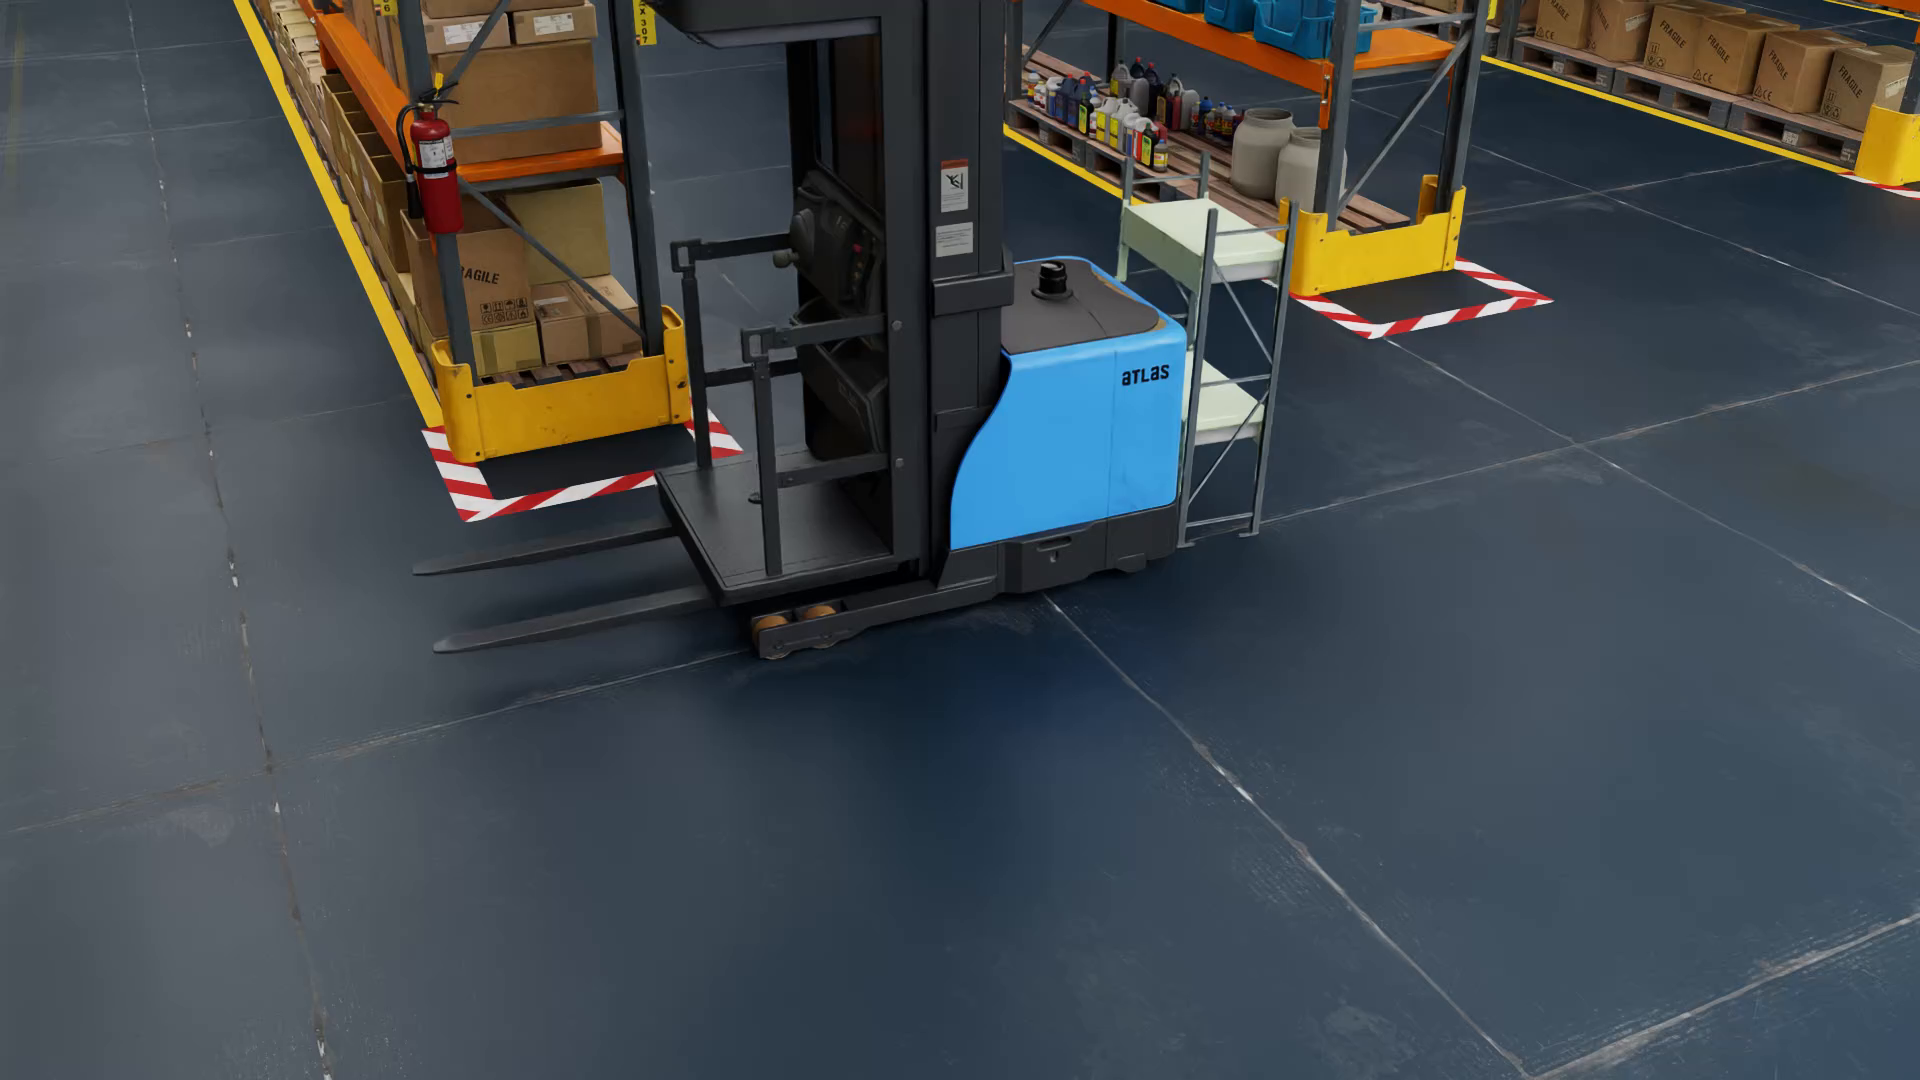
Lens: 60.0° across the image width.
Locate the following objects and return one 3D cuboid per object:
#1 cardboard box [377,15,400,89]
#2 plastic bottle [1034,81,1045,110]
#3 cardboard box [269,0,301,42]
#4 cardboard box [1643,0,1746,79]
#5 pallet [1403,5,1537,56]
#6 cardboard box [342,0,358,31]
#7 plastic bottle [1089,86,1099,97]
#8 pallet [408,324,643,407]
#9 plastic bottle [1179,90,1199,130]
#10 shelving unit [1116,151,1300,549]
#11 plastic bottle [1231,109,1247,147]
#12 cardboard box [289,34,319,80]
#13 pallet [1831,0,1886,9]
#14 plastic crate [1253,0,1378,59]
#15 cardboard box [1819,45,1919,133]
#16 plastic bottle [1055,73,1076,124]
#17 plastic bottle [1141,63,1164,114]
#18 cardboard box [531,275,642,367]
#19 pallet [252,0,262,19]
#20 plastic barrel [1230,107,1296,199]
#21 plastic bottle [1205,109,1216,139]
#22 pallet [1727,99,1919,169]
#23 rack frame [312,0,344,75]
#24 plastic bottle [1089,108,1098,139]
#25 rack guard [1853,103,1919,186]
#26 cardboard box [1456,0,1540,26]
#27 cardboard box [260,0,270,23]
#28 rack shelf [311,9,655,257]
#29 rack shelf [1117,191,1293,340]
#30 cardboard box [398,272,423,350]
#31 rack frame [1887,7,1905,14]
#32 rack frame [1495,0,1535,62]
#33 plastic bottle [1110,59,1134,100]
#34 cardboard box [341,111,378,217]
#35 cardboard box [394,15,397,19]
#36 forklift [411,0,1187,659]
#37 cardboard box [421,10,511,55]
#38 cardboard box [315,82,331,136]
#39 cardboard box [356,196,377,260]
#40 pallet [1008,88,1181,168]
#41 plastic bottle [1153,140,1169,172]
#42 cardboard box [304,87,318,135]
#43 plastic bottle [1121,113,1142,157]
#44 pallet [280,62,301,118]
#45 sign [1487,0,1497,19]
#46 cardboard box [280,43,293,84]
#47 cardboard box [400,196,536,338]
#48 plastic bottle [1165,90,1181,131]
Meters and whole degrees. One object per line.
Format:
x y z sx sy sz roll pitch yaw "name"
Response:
-2.790 -2.807 9.087 0.700 0.500 0.500 -12 31 -21 "cardboard box"
0.609 -3.370 12.605 0.097 0.201 0.097 0 29 0 "plastic bottle"
-5.409 -4.341 13.733 0.500 0.311 0.500 -12 31 -20 "cardboard box"
6.023 -4.115 13.649 0.500 0.500 0.500 -16 33 -26 "cardboard box"
4.962 -4.844 15.673 1.003 0.211 1.213 -13 32 -22 "pallet"
-3.455 -3.487 10.300 0.700 0.500 0.500 -14 32 -23 "cardboard box"
0.967 -3.196 12.223 0.097 0.271 0.097 0 29 0 "plastic bottle"
-2.300 -0.984 8.789 1.003 0.211 1.213 -13 32 -22 "pallet"
1.648 -3.157 12.147 0.152 0.276 0.135 -12 32 -21 "plastic bottle"
1.003 -0.822 7.170 0.431 1.500 0.755 -9 31 -19 "shelving unit"
1.964 -2.887 11.659 0.061 0.283 0.133 -13 32 -21 "plastic bottle"
-4.737 -3.658 12.515 0.500 0.311 0.500 -13 32 -23 "cardboard box"
9.421 -5.822 17.417 1.003 0.211 1.213 -13 32 -22 "pallet"
2.056 -3.003 9.691 0.499 0.251 0.616 -13 32 -22 "plastic crate"
6.762 -3.322 12.234 0.500 0.500 0.500 -7 30 -13 "cardboard box"
0.796 -3.270 12.272 0.144 0.351 0.185 -12 32 -21 "plastic bottle"
1.443 -3.404 12.513 0.144 0.351 0.185 -15 32 -24 "plastic bottle"
-1.963 -1.139 8.596 0.500 0.250 0.500 -13 32 -22 "cardboard box"
-6.702 -5.604 17.029 1.003 0.211 1.213 -13 32 -22 "pallet"
1.975 -2.504 10.763 0.421 0.512 0.421 0 29 0 "plastic barrel"
1.812 -2.987 11.921 0.097 0.201 0.097 0 29 0 "plastic bottle"
6.665 -3.133 12.622 1.003 0.211 1.213 -13 32 -22 "pallet"
-3.651 -3.638 10.671 1.000 3.000 0.127 -13 32 -22 "rack frame"
0.977 -2.991 11.928 0.097 0.201 0.097 0 29 0 "plastic bottle"
6.982 -2.893 11.898 1.175 0.500 0.348 -13 32 -22 "rack guard"
5.053 -5.094 15.373 0.700 0.500 0.500 -16 33 -26 "cardboard box"
-6.204 -5.099 15.383 0.500 0.500 0.500 -14 32 -24 "cardboard box"
-2.792 -2.441 9.272 1.077 0.370 4.000 -13 32 -22 "rack shelf"
1.013 -1.164 6.982 0.431 0.370 0.720 -9 31 -19 "rack shelf"
-2.656 -1.248 8.791 0.500 0.250 0.500 -13 32 -22 "cardboard box"
9.821 -6.714 16.156 1.000 3.000 0.127 -13 32 -22 "rack frame"
5.298 -5.717 14.378 1.000 3.000 0.127 -13 32 -22 "rack frame"
1.231 -3.459 12.610 0.144 0.351 0.185 -13 32 -22 "plastic bottle"
-3.305 -2.237 9.788 0.500 0.500 0.500 -13 32 -22 "cardboard box"
-2.599 -2.667 8.173 0.380 0.149 0.250 -13 32 -21 "cardboard box"
-0.652 -1.111 6.235 3.031 2.935 1.130 -12 31 -20 "forklift"
-2.270 -2.327 7.567 0.380 0.149 0.250 -14 32 -23 "cardboard box"
-4.084 -2.985 11.316 0.500 0.311 0.500 -13 32 -22 "cardboard box"
-3.306 -1.910 9.971 0.500 0.250 0.500 -13 32 -22 "cardboard box"
1.075 -3.155 12.661 1.003 0.211 1.213 -13 32 -22 "pallet"
1.357 -2.600 11.232 0.097 0.201 0.097 0 29 0 "plastic bottle"
-4.526 -3.194 12.261 0.500 0.250 0.500 -12 32 -21 "cardboard box"
1.214 -2.811 11.532 0.152 0.276 0.135 -14 32 -23 "plastic bottle"
-5.050 -3.817 13.841 1.003 0.211 1.213 -13 32 -22 "pallet"
3.040 -3.144 9.507 0.100 0.325 0.005 -13 32 -22 "sign"
-5.192 -3.874 13.474 0.500 0.250 0.500 -14 32 -23 "cardboard box"
-2.433 -1.357 8.218 0.500 0.500 0.500 -13 32 -22 "cardboard box"
1.552 -3.137 12.105 0.061 0.283 0.133 -13 32 -22 "plastic bottle"
